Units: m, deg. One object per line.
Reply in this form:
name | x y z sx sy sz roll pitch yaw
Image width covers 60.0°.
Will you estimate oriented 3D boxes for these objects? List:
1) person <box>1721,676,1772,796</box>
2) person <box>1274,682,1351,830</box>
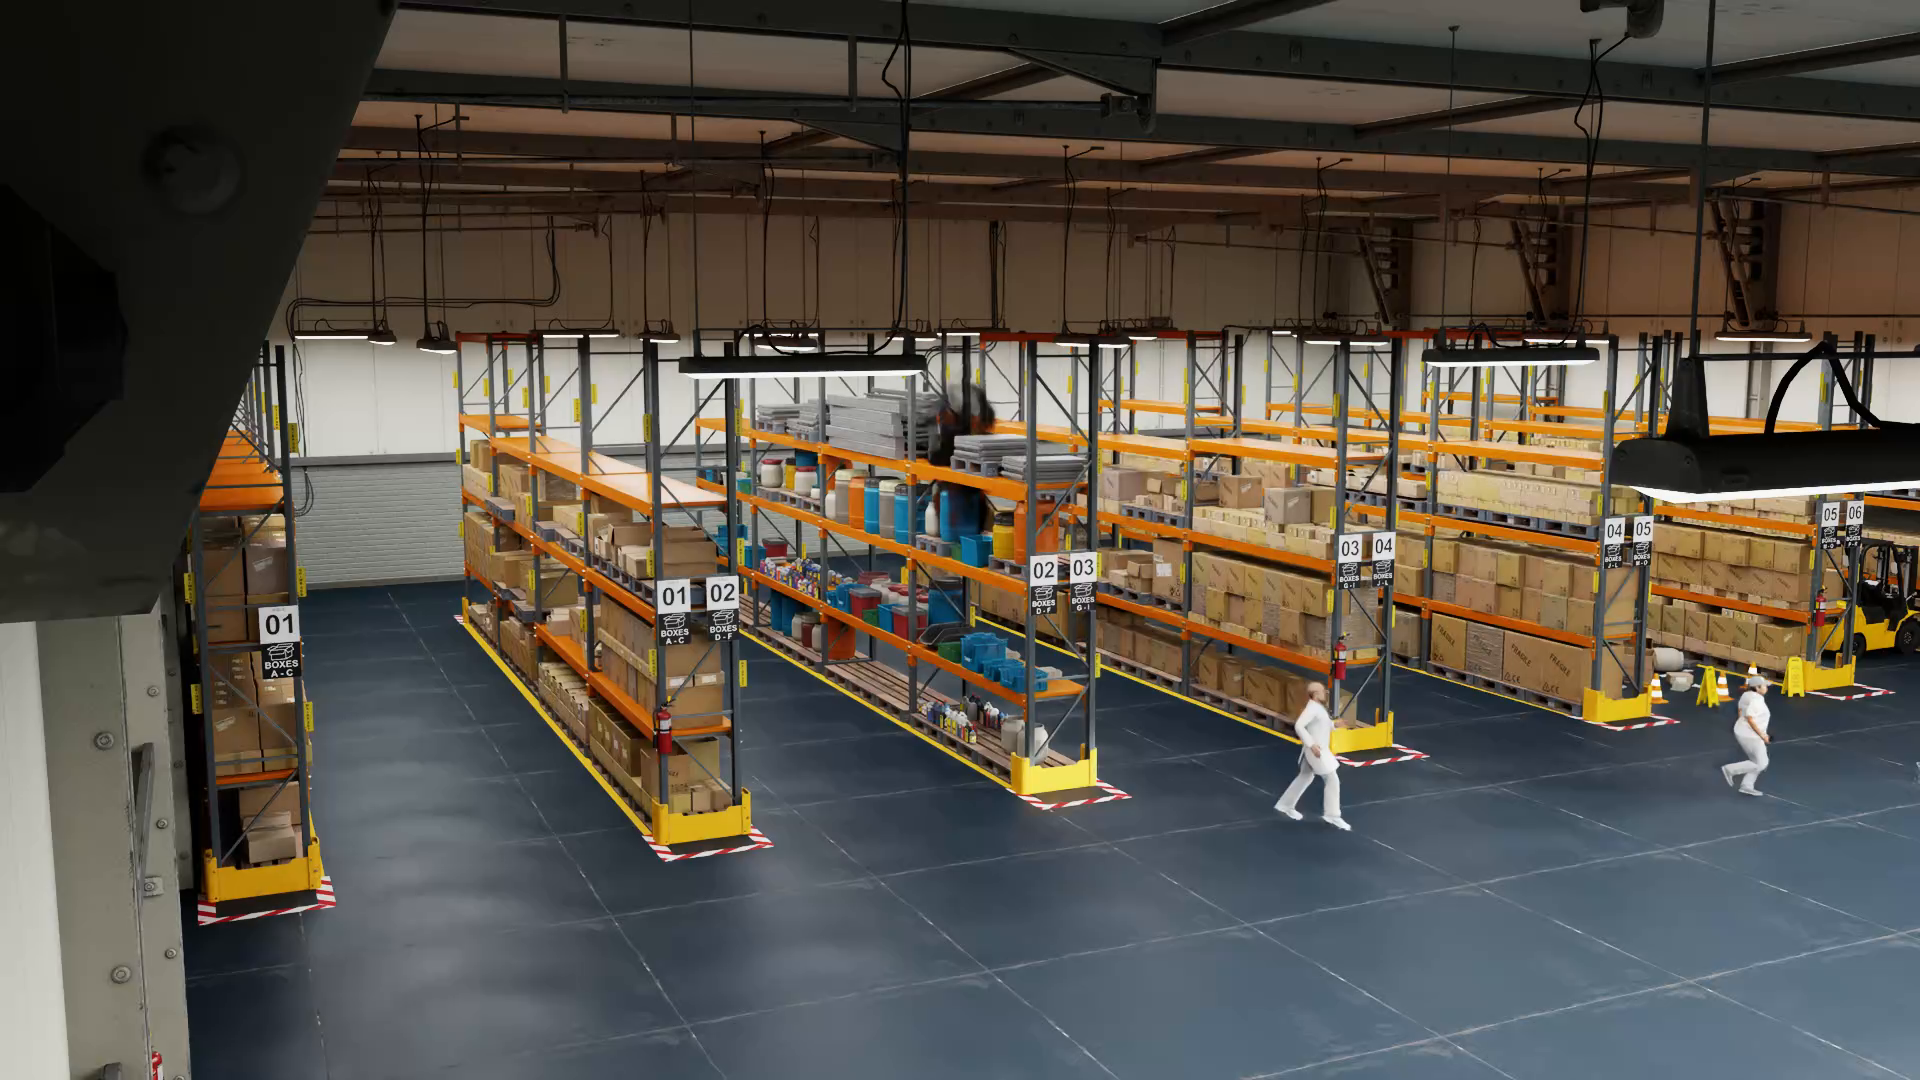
person | 10.396 2.588 22.023 0.586 1.622 0.595 2 8 12
person | 4.390 2.666 20.636 0.915 1.831 0.680 0 8 3
